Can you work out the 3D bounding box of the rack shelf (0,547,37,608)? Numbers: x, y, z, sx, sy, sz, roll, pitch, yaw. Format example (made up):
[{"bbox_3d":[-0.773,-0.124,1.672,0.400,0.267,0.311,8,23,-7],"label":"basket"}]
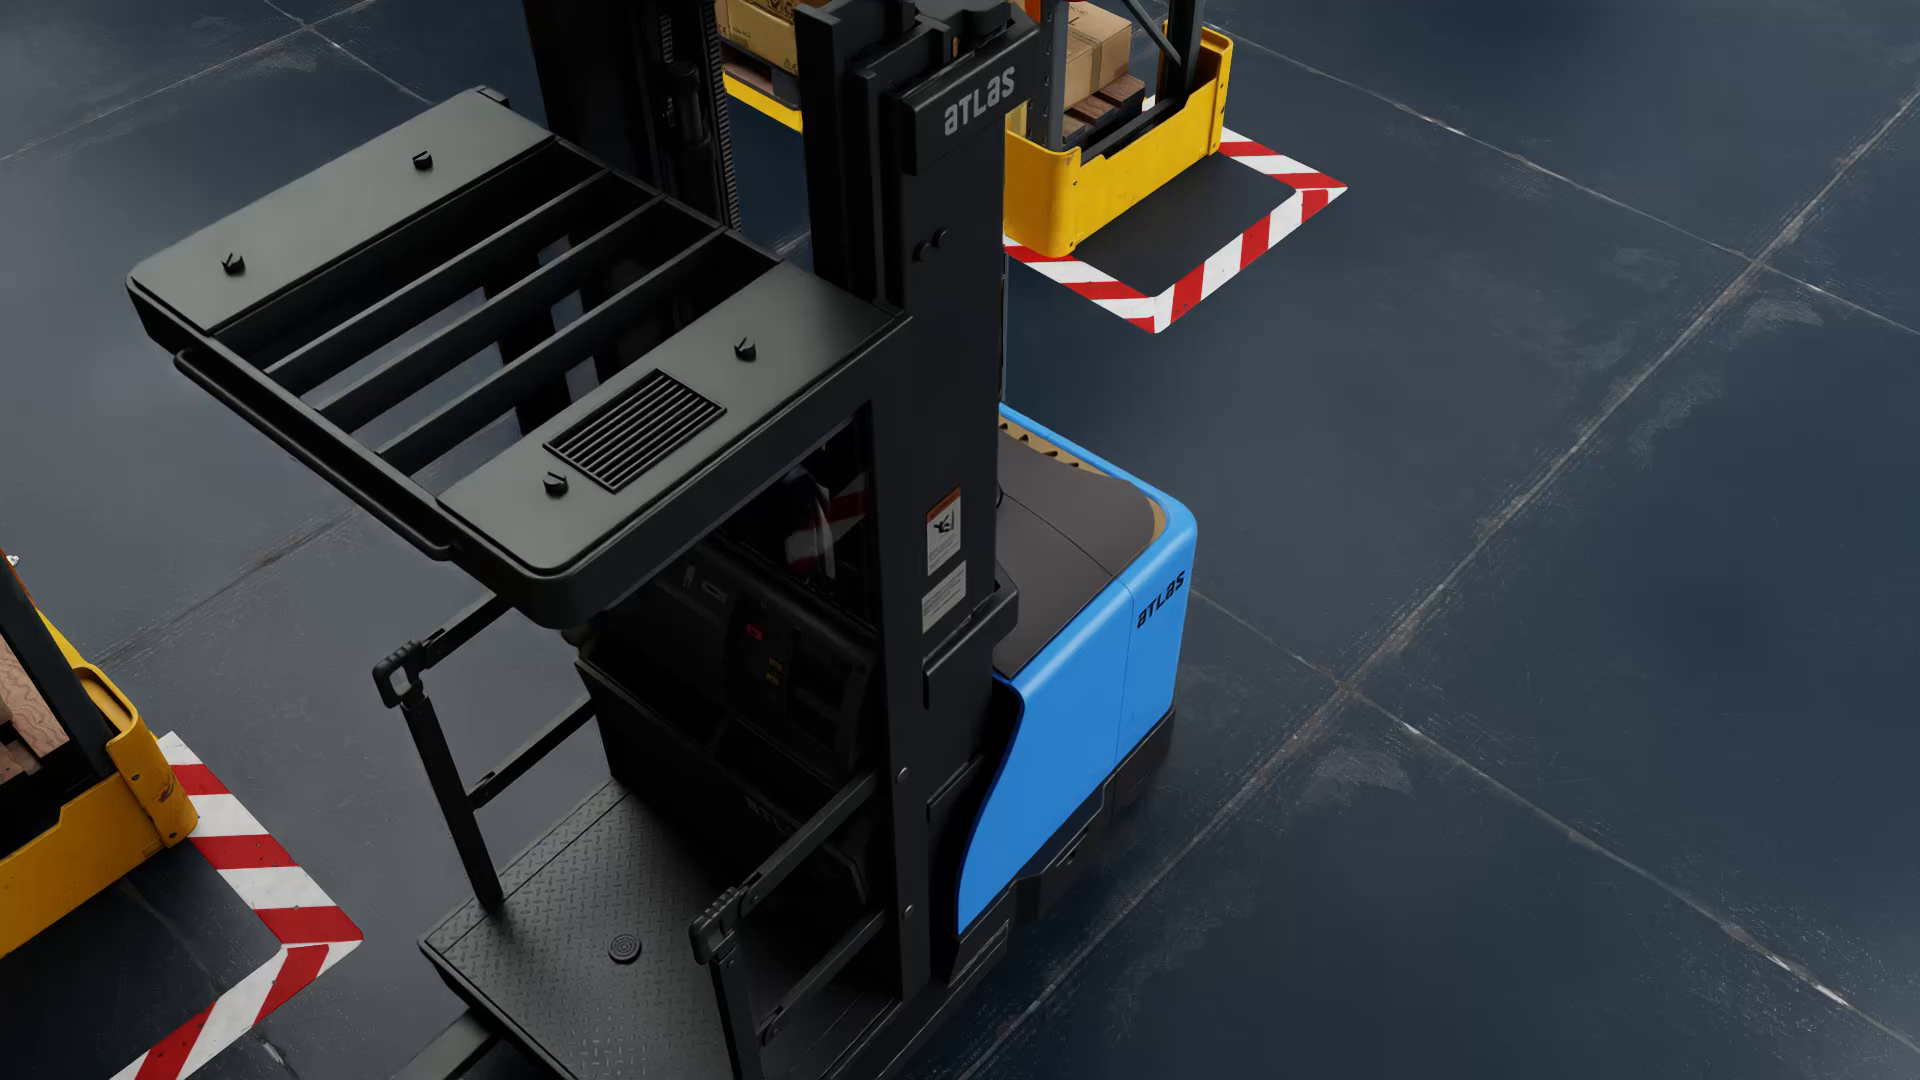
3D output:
[{"bbox_3d":[-4.183,-0.661,4.807,4.000,0.370,1.077,34,55,28],"label":"rack shelf"}]

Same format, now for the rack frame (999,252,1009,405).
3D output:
[{"bbox_3d":[0.058,-0.372,5.276,0.015,1.200,0.240,34,55,28],"label":"rack frame"}]

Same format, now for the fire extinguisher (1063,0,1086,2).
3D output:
[{"bbox_3d":[0.415,-2.240,5.849,0.183,0.674,0.296,34,55,28],"label":"fire extinguisher"}]

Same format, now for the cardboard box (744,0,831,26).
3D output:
[{"bbox_3d":[-0.697,-2.626,7.241,0.500,0.500,0.500,34,55,28],"label":"cardboard box"}]

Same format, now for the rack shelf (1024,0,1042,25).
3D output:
[{"bbox_3d":[-0.826,-3.317,7.300,4.000,0.370,1.077,34,55,28],"label":"rack shelf"}]

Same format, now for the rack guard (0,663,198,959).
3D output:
[{"bbox_3d":[-2.770,0.900,4.563,0.348,0.500,1.175,34,55,28],"label":"rack guard"}]

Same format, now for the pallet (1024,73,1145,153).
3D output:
[{"bbox_3d":[0.053,-1.975,7.460,1.213,0.211,1.003,34,55,28],"label":"pallet"}]

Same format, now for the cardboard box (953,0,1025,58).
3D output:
[{"bbox_3d":[0.047,-2.139,6.785,0.500,0.500,0.500,34,55,28],"label":"cardboard box"}]

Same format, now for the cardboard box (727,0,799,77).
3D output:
[{"bbox_3d":[-0.695,-2.371,7.516,0.500,0.250,0.500,34,55,28],"label":"cardboard box"}]

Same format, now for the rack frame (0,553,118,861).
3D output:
[{"bbox_3d":[-2.714,0.081,3.616,0.127,3.000,1.000,34,55,28],"label":"rack frame"}]

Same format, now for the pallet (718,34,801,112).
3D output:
[{"bbox_3d":[-0.839,-2.579,8.026,1.213,0.211,1.003,34,55,28],"label":"pallet"}]

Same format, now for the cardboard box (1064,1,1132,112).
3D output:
[{"bbox_3d":[0.400,-2.161,7.320,0.500,0.250,0.500,34,55,28],"label":"cardboard box"}]

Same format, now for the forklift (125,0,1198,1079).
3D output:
[{"bbox_3d":[-0.687,0.262,3.494,1.130,2.935,3.031,31,54,26],"label":"forklift"}]

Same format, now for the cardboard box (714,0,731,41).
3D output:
[{"bbox_3d":[-1.062,-2.619,7.749,0.500,0.250,0.500,34,55,28],"label":"cardboard box"}]

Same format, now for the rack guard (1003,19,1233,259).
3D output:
[{"bbox_3d":[0.661,-1.707,7.010,0.348,0.500,1.175,34,55,28],"label":"rack guard"}]

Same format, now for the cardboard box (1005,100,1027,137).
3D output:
[{"bbox_3d":[0.049,-1.884,7.059,0.500,0.250,0.500,34,55,28],"label":"cardboard box"}]

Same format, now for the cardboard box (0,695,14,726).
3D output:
[{"bbox_3d":[-3.161,0.461,4.802,0.500,0.311,0.500,28,53,24],"label":"cardboard box"}]

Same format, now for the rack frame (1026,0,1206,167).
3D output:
[{"bbox_3d":[0.643,-2.574,6.109,0.127,3.000,1.000,34,55,28],"label":"rack frame"}]

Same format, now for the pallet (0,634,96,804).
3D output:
[{"bbox_3d":[-3.343,0.578,5.063,1.213,0.211,1.003,34,55,28],"label":"pallet"}]

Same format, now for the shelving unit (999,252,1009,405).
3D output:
[{"bbox_3d":[-0.122,-0.493,5.389,0.503,1.200,0.258,34,55,28],"label":"shelving unit"}]
